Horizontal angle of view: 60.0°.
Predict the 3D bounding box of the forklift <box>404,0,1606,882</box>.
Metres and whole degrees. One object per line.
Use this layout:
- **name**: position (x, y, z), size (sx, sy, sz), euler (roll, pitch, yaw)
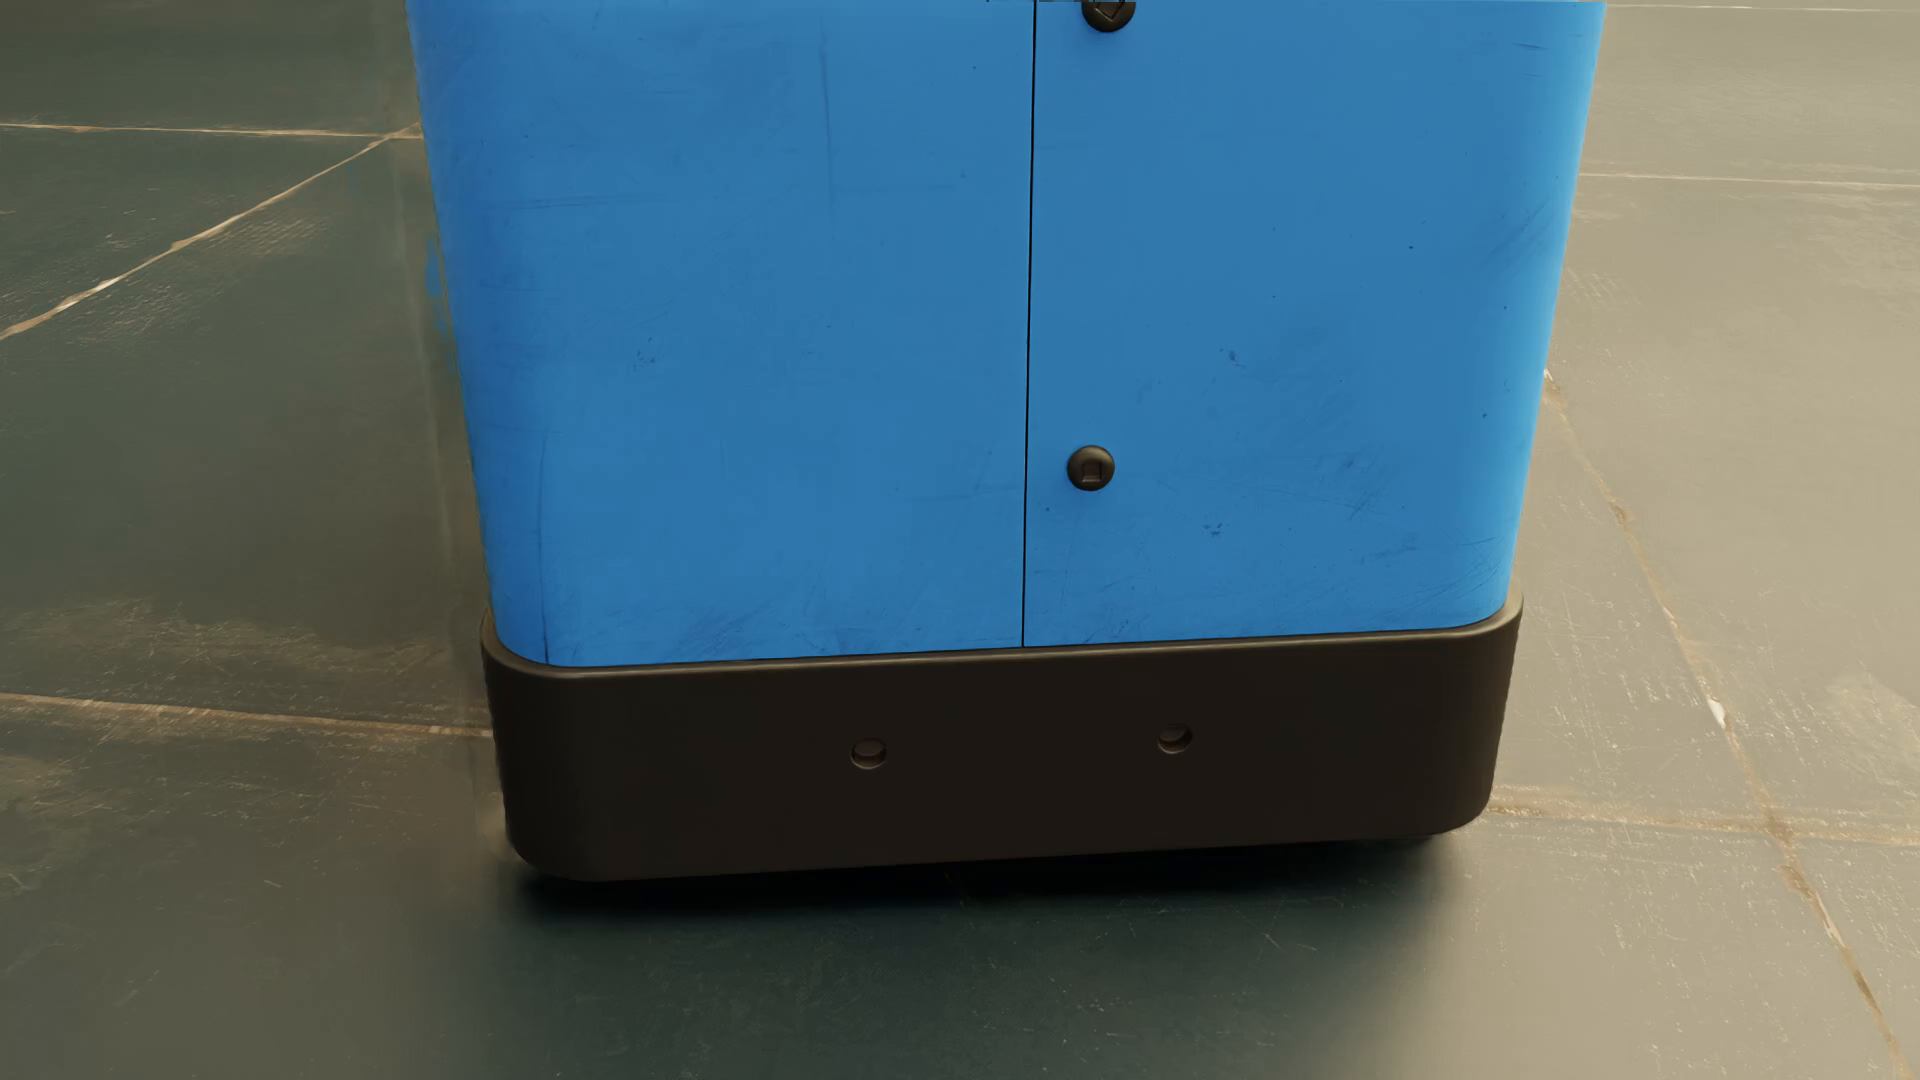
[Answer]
- **forklift**: position (-0.074, -1.596, 2.417), size (1.130, 2.935, 3.031), euler (-2, 27, -5)
